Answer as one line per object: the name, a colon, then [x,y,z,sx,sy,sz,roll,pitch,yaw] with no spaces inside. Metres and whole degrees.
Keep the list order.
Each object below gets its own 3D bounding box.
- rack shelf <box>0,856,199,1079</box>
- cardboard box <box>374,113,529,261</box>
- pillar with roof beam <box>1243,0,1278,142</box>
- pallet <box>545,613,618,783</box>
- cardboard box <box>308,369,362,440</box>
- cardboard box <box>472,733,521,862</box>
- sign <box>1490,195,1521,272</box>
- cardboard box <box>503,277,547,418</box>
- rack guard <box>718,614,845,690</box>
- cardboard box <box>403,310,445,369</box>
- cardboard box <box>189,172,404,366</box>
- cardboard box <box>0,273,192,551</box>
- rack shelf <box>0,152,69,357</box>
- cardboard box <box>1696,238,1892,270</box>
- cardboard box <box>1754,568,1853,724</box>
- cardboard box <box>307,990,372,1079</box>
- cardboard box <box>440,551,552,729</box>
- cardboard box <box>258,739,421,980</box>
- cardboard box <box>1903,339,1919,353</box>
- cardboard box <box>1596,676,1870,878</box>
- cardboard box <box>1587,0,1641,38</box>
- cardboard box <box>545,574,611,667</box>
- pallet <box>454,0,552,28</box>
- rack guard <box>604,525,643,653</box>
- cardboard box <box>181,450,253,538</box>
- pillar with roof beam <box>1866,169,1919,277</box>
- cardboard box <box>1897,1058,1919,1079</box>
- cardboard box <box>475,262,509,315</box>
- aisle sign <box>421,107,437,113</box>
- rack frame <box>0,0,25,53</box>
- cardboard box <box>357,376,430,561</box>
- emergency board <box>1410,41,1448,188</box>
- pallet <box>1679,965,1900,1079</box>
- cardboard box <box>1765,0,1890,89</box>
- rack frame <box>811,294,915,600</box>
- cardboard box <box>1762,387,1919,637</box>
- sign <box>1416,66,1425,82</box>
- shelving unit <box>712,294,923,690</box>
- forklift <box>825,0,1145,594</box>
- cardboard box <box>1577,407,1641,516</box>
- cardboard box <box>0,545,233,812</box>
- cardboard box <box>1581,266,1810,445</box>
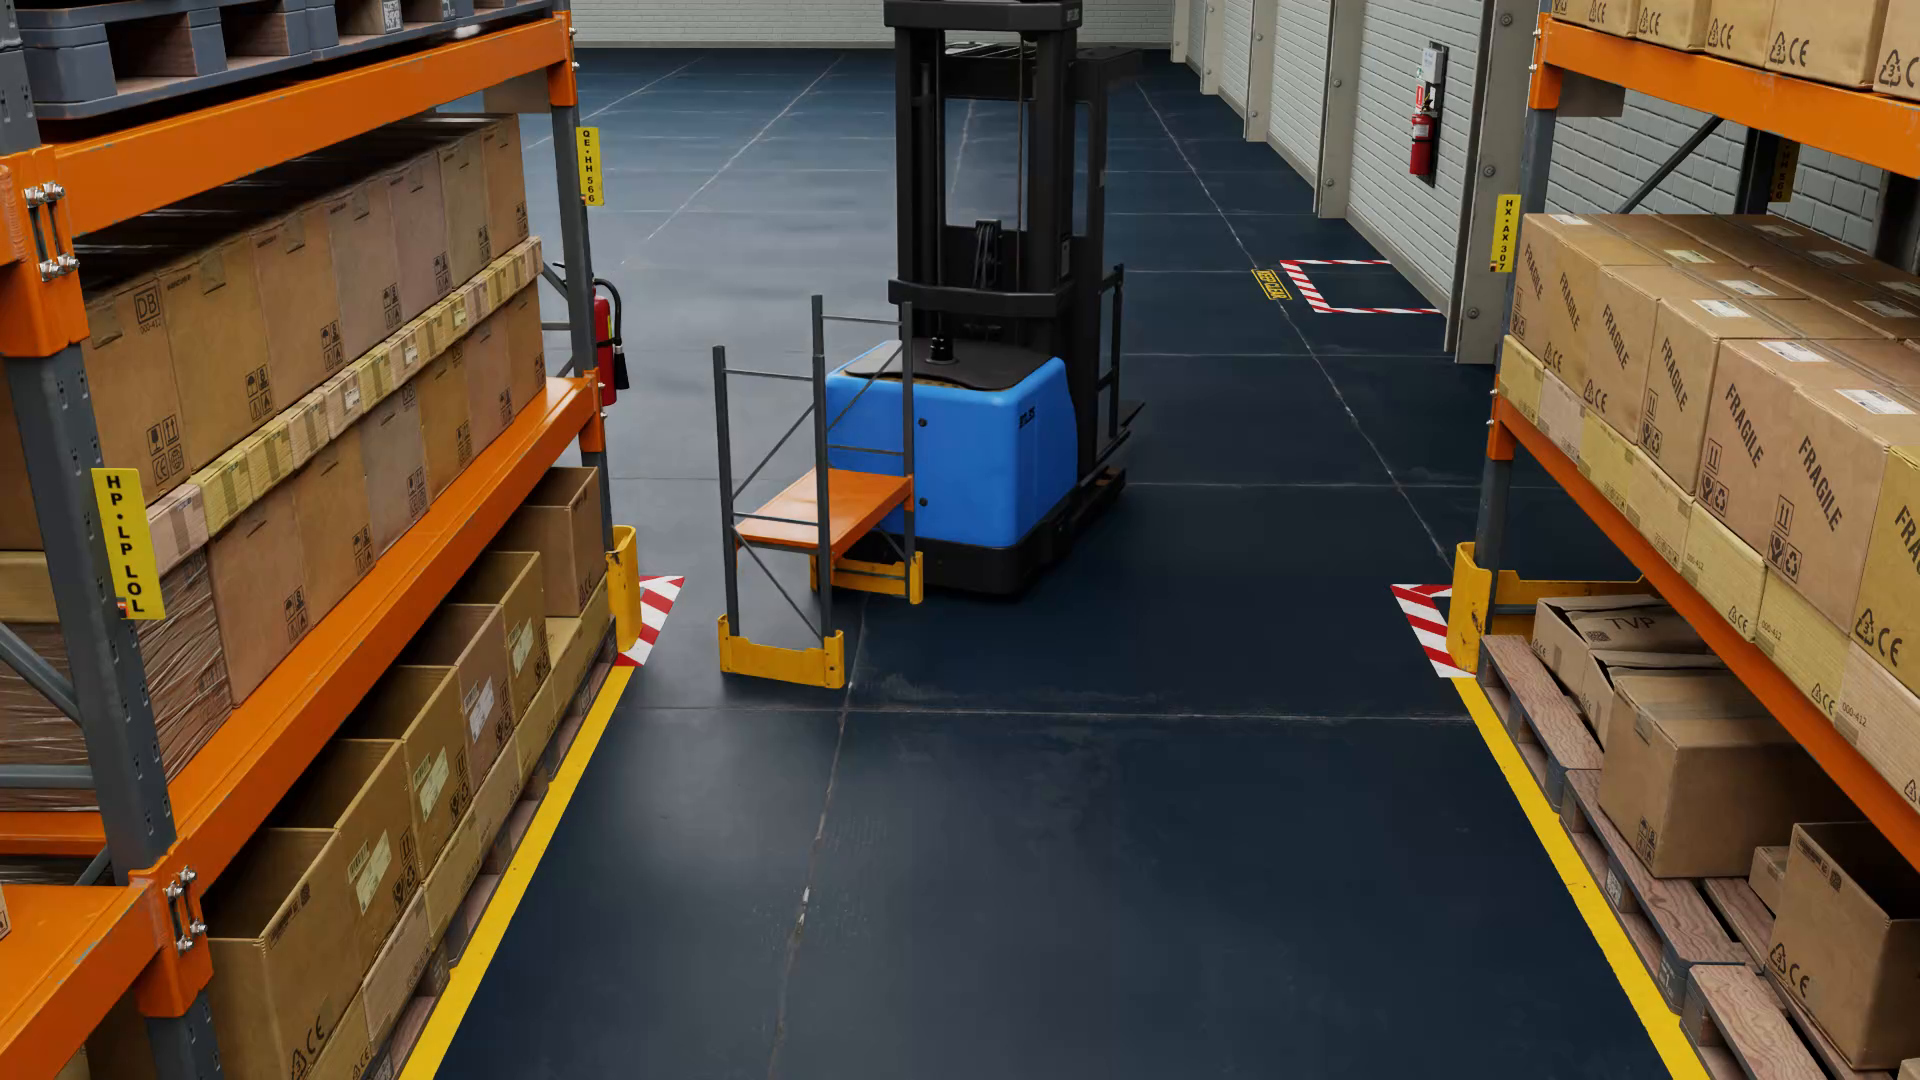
rack shelf: [-2.288,1.569,1.832,1.077,0.370,4.000,1,21,2]
cardboard box: [-2.134,-1.399,6.556,0.700,0.500,0.500,1,21,2]
pillar with roof beam: [-0.066,-9.972,22.289,9.100,9.000,0.400,1,21,2]
pallet: [-2.087,0.642,7.084,1.003,0.211,1.213,1,21,2]
cardboard box: [-1.990,-0.399,4.876,0.380,0.149,0.250,0,21,0]
cardboard box: [-1.860,0.890,5.808,0.500,0.250,0.500,1,21,2]
sign: [2.304,-1.292,7.015,0.100,0.325,0.005,1,21,2]
cardboard box: [-2.133,-0.813,6.840,0.700,0.500,0.500,1,21,2]
rack guard: [-0.797,0.496,7.406,0.587,0.250,0.087,7,22,18]
cardboard box: [-1.965,-0.676,5.590,0.380,0.149,0.250,1,21,3]
cardboard box: [-2.174,-0.845,5.130,0.700,0.500,0.500,1,21,2]
cardboard box: [-2.220,-0.301,3.727,0.700,0.500,0.500,1,21,2]
rack shelf: [-2.288,0.171,1.289,1.077,0.370,4.000,1,21,2]
cardboard box: [3.019,-0.817,6.130,0.500,0.500,0.500,1,21,2]
cardboard box: [2.459,0.270,4.366,0.500,0.250,0.500,1,21,2]
cardboard box: [-1.910,1.433,4.411,0.500,0.250,0.500,1,21,2]
cardboard box: [-1.840,0.360,6.138,0.500,0.500,0.500,1,21,2]
cardboard box: [-1.893,0.902,4.741,0.500,0.500,0.500,1,21,2]
cardboard box: [2.988,-0.260,4.695,0.500,0.500,0.500,1,21,3]
cardboard box: [2.645,0.798,5.673,0.700,0.500,0.500,-1,21,-2]
cardboard box: [2.534,-2.025,5.788,0.500,0.500,0.500,2,21,5]
cardboard box: [-1.827,0.348,7.206,0.500,0.250,0.500,1,21,2]
pallet: [-2.153,-2.037,6.108,1.003,0.211,1.213,1,21,2]
rack guard: [-2.105,0.221,7.768,1.175,0.500,0.348,1,21,2]
cardboard box: [-2.012,-0.117,4.150,0.380,0.149,0.250,0,21,0]
pillar with roof beam: [-0.614,-3.464,5.516,9.100,9.000,0.400,1,21,2]
cardboard box: [2.711,1.486,4.361,0.380,0.166,0.250,-2,21,-5]
cardboard box: [-1.941,-0.957,6.314,0.380,0.149,0.250,0,21,1]
aisle sign: [-2.410,-2.174,6.893,0.394,0.787,0.004,1,21,2]
rack frame: [-2.227,-2.286,2.480,1.000,3.000,0.127,1,21,2]
cardboard box: [-2.177,-0.254,5.398,0.700,0.500,0.500,1,21,3]
emergency board: [3.985,-3.682,14.372,0.194,1.169,0.643,1,21,2]
pallet: [2.709,1.621,4.560,1.003,0.211,1.213,1,21,2]
cardboard box: [2.500,-1.459,4.330,0.500,0.500,0.500,0,21,0]
rack frame: [-0.462,-0.434,8.073,0.500,1.500,0.032,7,22,18]
cardboard box: [2.439,-0.080,4.231,0.500,0.500,0.500,1,21,1]
sign: [4.096,-4.143,14.778,0.001,0.109,0.331,1,21,2]
shelving unit: [-0.633,-0.257,7.618,0.587,1.500,1.083,7,22,18]
forklift: [0.323,-1.601,9.103,1.130,2.935,3.031,8,23,20]
cardboard box: [2.491,-0.277,5.775,0.500,0.250,0.500,0,21,1]
cardboard box: [-2.220,0.304,3.961,0.700,0.500,0.500,0,21,0]
cardboard box: [2.484,-0.637,5.666,0.500,0.500,0.500,0,21,0]
